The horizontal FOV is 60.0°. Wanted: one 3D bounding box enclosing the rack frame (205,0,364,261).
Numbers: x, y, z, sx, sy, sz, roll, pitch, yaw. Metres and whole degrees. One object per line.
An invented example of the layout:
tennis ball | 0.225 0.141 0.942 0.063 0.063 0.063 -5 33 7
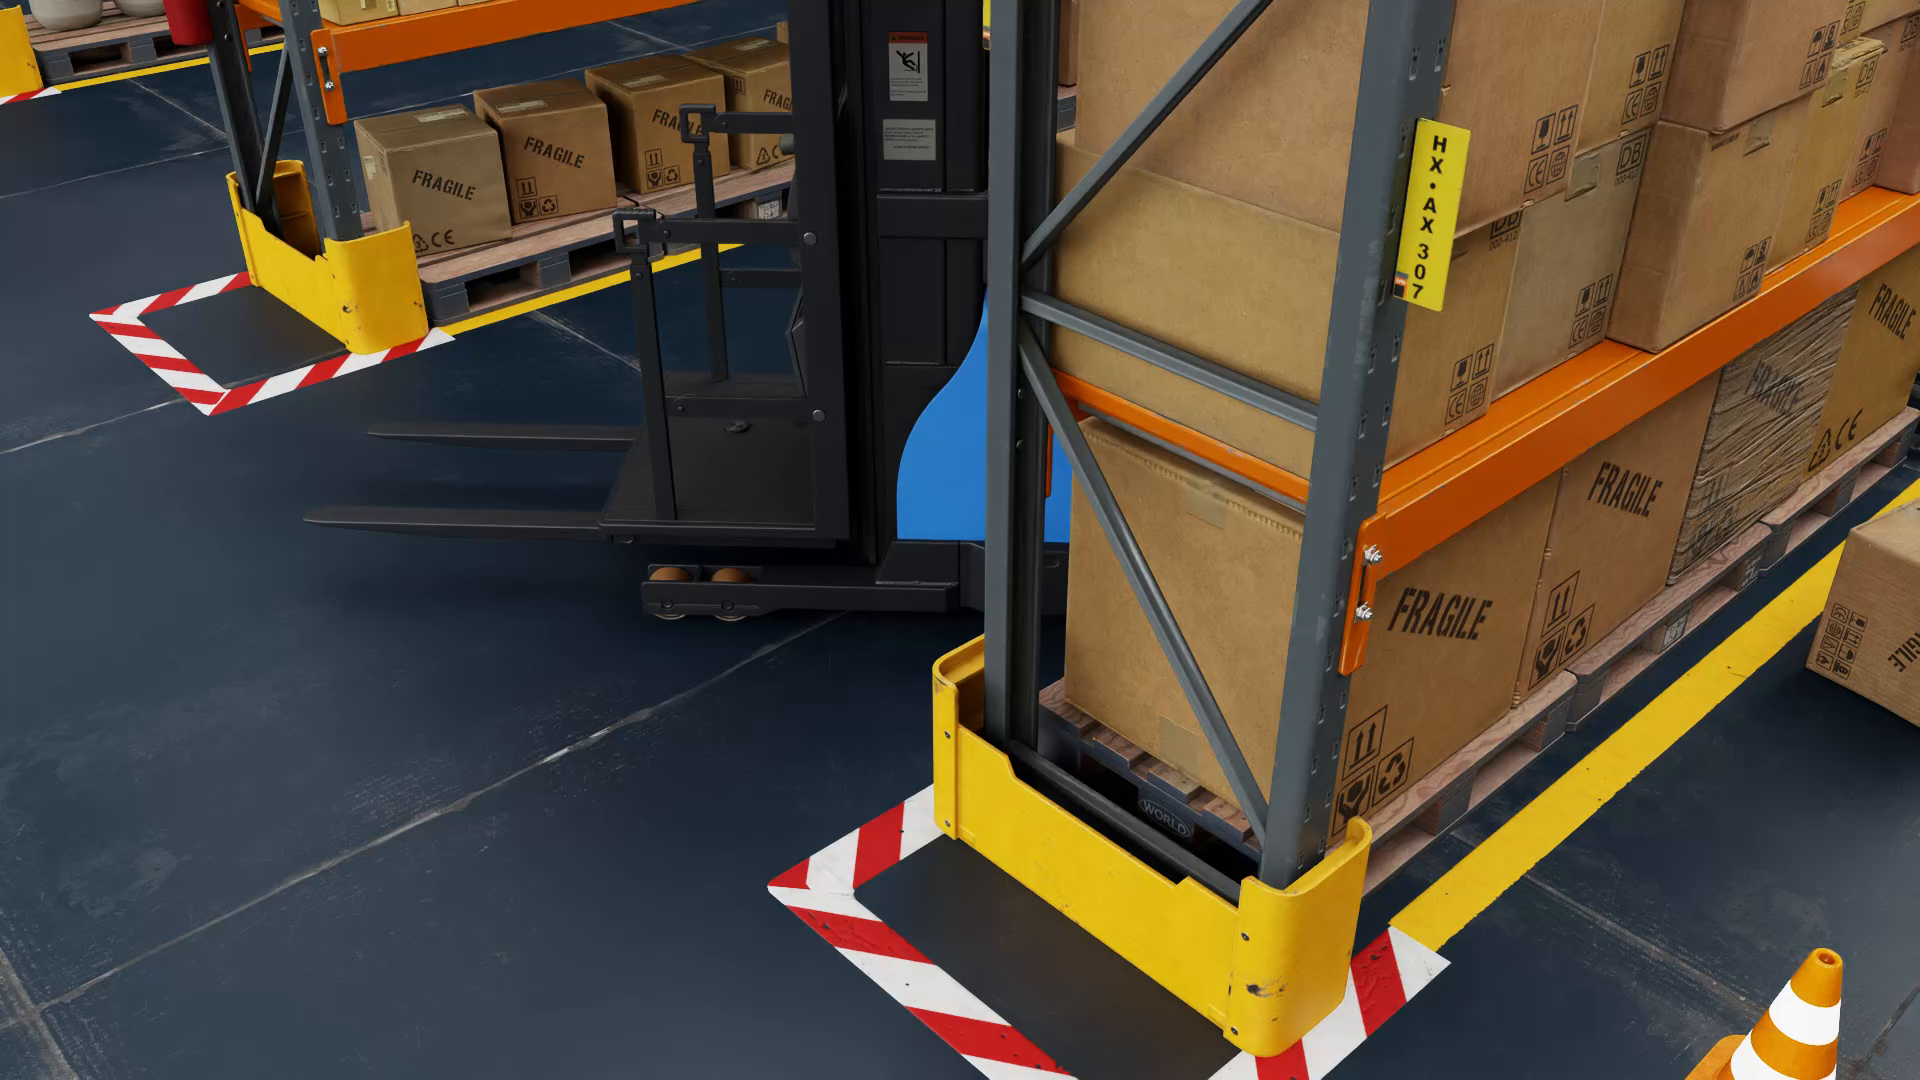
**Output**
rack frame | -2.855 -2.306 6.645 0.127 3.000 1.000 -26 40 -35

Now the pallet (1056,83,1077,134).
pallet | 0.648 -2.812 10.146 1.213 0.211 1.003 -26 40 -35

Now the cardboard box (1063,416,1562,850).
cardboard box | 0.896 0.089 4.363 0.875 0.875 0.875 -26 40 -35

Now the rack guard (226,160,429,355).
rack guard | -2.799 -1.266 7.342 0.348 0.500 1.175 -26 40 -35

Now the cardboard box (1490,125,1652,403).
cardboard box | 1.073 -0.789 4.021 0.550 0.550 0.875 -26 40 -35

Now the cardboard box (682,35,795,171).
cardboard box | -1.059 -2.254 8.555 0.500 0.500 0.500 25 39 35

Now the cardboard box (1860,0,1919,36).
cardboard box | 2.269 -1.820 4.672 0.550 0.550 0.875 -26 40 -35

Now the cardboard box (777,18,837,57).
cardboard box | -0.657 -2.505 8.964 0.500 0.500 0.500 -13 34 -21

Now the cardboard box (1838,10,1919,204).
cardboard box | 2.250 -1.370 4.971 0.550 0.550 0.875 -26 40 -35

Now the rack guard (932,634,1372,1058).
rack guard | 0.426 0.702 4.122 0.348 0.500 1.175 -26 40 -35

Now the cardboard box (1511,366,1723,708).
cardboard box | 1.540 -0.224 4.875 0.875 0.875 0.875 -27 40 -36

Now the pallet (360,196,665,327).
pallet | -2.179 -1.418 7.866 1.213 0.211 1.003 -26 40 -35

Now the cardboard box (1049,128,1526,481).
cardboard box | 0.685 -0.585 3.688 0.550 0.550 0.875 -26 40 -35

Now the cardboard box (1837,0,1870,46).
cardboard box | 1.886 -1.629 4.360 0.500 0.550 0.875 -26 40 -35

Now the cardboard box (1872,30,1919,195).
cardboard box | 2.726 -1.516 5.210 0.550 0.550 0.875 -26 40 -35

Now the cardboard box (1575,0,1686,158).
cardboard box | 1.083 -1.244 3.731 0.550 0.550 0.875 -26 40 -35

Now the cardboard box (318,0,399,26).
cardboard box | -2.484 -2.208 6.727 0.250 0.149 0.380 -26 40 -35

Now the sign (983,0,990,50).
sign | 0.085 -1.180 3.468 0.005 0.325 0.100 -26 40 -35

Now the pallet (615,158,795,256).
pallet | -1.285 -1.848 8.570 1.213 0.211 1.003 -26 40 -35

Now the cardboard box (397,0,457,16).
cardboard box | -2.287 -2.290 6.860 0.250 0.149 0.380 -26 40 -35

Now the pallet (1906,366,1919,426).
pallet | 3.891 -0.904 7.026 1.213 0.211 1.003 -26 40 -35

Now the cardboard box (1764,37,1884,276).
cardboard box | 1.930 -1.143 4.601 0.500 0.550 0.875 -26 40 -35

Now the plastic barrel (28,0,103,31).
plastic barrel | -5.792 -3.581 10.713 0.421 0.512 0.421 0 31 0

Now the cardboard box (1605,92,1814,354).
cardboard box | 1.569 -0.940 4.267 0.550 0.550 0.875 -26 40 -35

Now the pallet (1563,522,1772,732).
pallet | 1.871 0.073 5.428 1.213 0.211 1.003 -26 40 -35

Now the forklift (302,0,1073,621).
forklift | -0.624 -1.265 5.009 3.031 2.935 1.130 1 31 2

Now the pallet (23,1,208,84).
pallet | -5.599 -3.342 11.013 1.213 0.211 1.003 -26 40 -35

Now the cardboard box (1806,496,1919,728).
cardboard box | 2.936 0.217 4.913 0.500 0.500 0.500 -19 36 -28

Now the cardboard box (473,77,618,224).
cardboard box | -1.970 -1.859 7.908 0.500 0.500 0.500 -15 35 -23

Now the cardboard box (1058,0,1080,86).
cardboard box | 0.543 -3.055 9.846 0.700 0.500 0.500 26 40 35

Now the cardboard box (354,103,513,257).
cardboard box | -2.385 -1.634 7.540 0.500 0.500 0.500 -18 36 -27

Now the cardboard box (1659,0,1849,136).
cardboard box | 1.586 -1.391 3.971 0.550 0.550 0.875 -26 40 -35

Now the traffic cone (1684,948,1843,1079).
traffic cone | 1.799 1.065 3.565 0.334 0.463 0.336 -26 40 -35

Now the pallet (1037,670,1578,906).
pallet | 0.977 0.504 4.724 1.213 0.211 1.003 -26 40 -35

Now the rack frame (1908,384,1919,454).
rack frame | 3.377 -1.791 5.804 0.127 3.000 1.000 -26 40 -35

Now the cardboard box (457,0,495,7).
cardboard box | -2.094 -2.373 6.996 0.250 0.149 0.380 -26 40 -35

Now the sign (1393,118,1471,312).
sign | 0.817 -0.561 2.887 0.005 0.325 0.100 -26 40 -35

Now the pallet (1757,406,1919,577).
pallet | 2.766 -0.362 6.140 1.213 0.211 1.003 -26 40 -35

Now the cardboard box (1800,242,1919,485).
cardboard box | 2.868 -0.868 5.928 0.875 0.875 0.875 -25 39 -35

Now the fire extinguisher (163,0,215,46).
fire extinguisher | -3.252 -2.408 6.888 0.183 0.674 0.296 -26 40 -35

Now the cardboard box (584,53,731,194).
cardboard box | -1.498 -2.074 8.259 0.500 0.500 0.500 -22 38 -31

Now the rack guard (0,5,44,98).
rack guard | -6.199 -3.179 10.470 0.348 0.500 1.175 -26 40 -35

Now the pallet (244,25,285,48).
pallet | -4.705 -3.772 11.717 1.213 0.211 1.003 -26 40 -35

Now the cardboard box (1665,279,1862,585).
cardboard box | 2.210 -0.547 5.403 0.875 0.875 0.875 -25 40 -35

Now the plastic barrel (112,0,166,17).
plastic barrel | -5.424 -3.759 11.004 0.421 0.512 0.421 0 31 0

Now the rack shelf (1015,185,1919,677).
rack shelf | 1.910 -0.775 4.832 4.000 0.370 1.077 -26 40 -35

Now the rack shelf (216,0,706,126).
rack shelf | -1.388 -2.708 7.993 4.000 0.370 1.077 -26 40 -35

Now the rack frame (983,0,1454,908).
rack frame | 0.444 -0.373 3.484 0.127 3.000 1.000 -26 40 -35

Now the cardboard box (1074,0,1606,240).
cardboard box | 0.742 -1.014 3.354 0.550 0.550 0.875 -26 40 -35
